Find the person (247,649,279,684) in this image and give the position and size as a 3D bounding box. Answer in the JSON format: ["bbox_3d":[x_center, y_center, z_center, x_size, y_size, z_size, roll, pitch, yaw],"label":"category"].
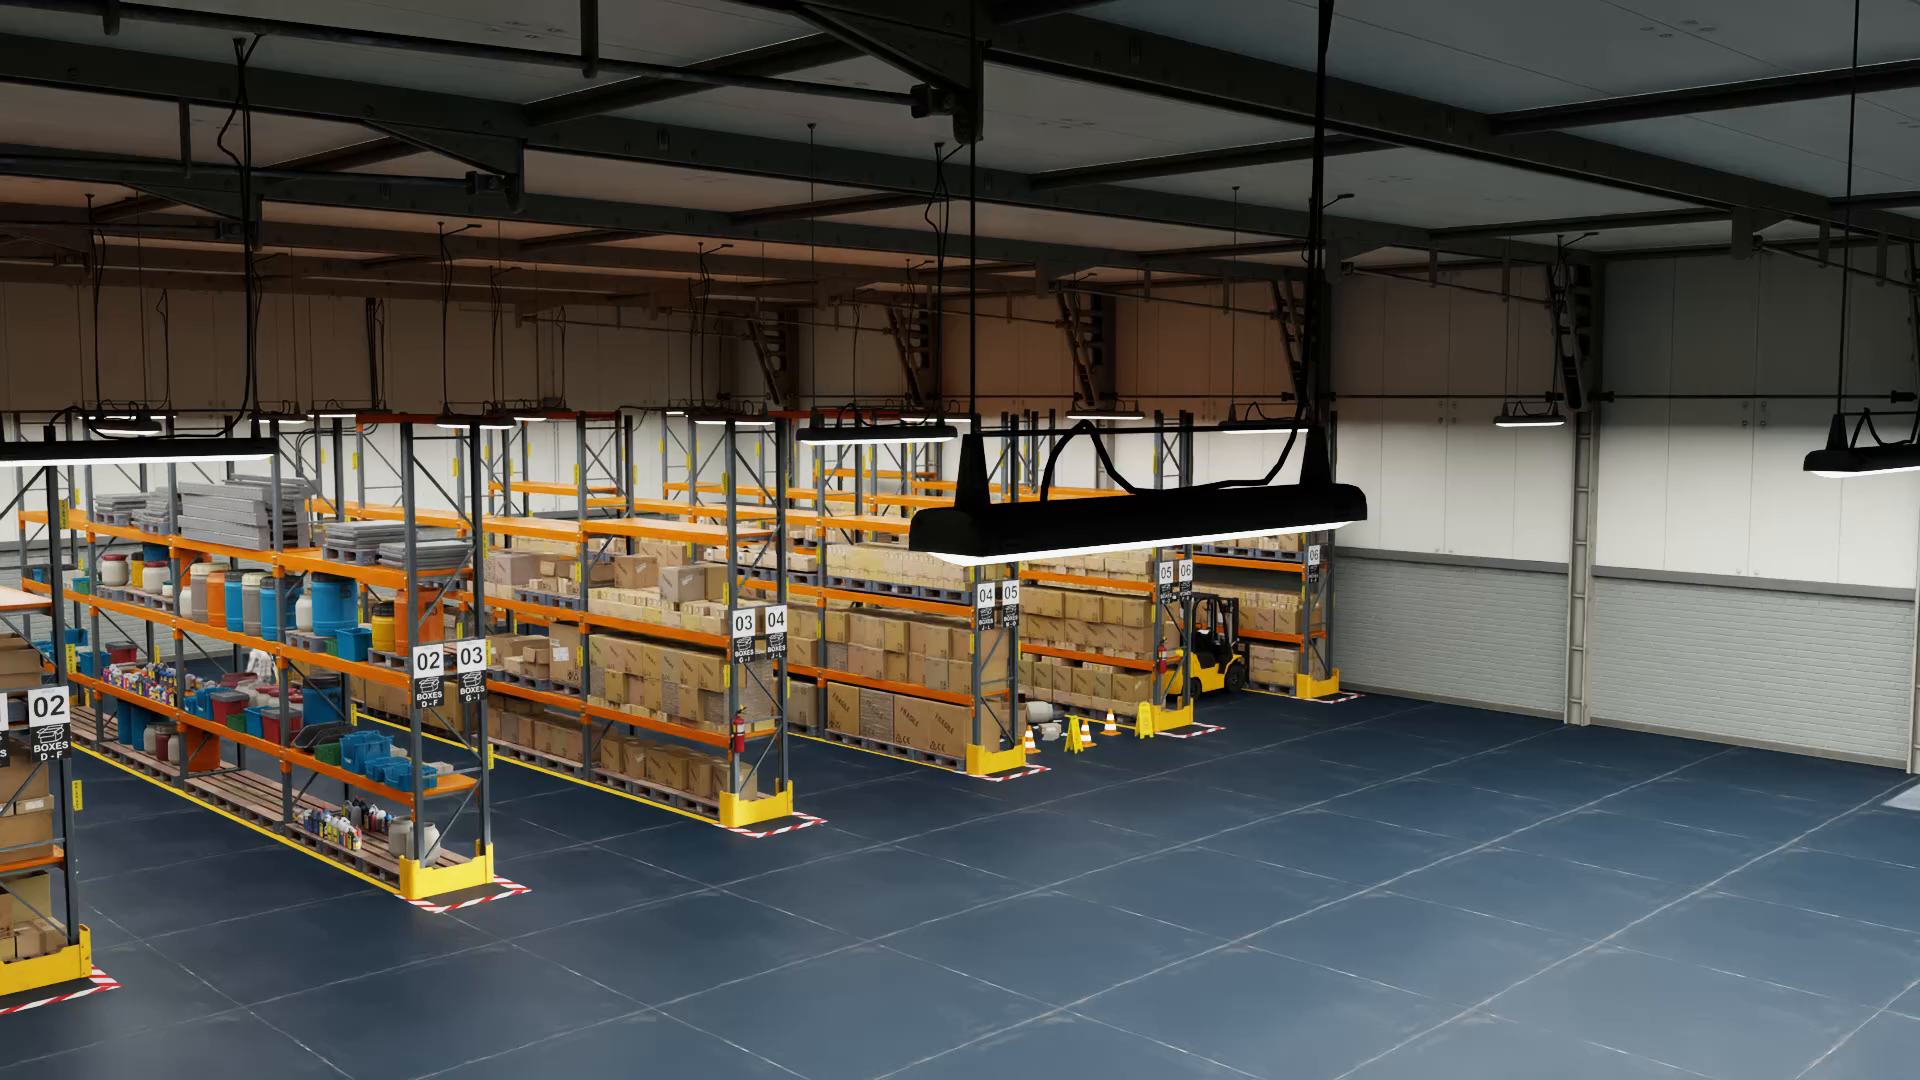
[{"bbox_3d":[-13.660,2.660,32.606,1.046,1.612,0.557,4,6,40],"label":"person"}]
